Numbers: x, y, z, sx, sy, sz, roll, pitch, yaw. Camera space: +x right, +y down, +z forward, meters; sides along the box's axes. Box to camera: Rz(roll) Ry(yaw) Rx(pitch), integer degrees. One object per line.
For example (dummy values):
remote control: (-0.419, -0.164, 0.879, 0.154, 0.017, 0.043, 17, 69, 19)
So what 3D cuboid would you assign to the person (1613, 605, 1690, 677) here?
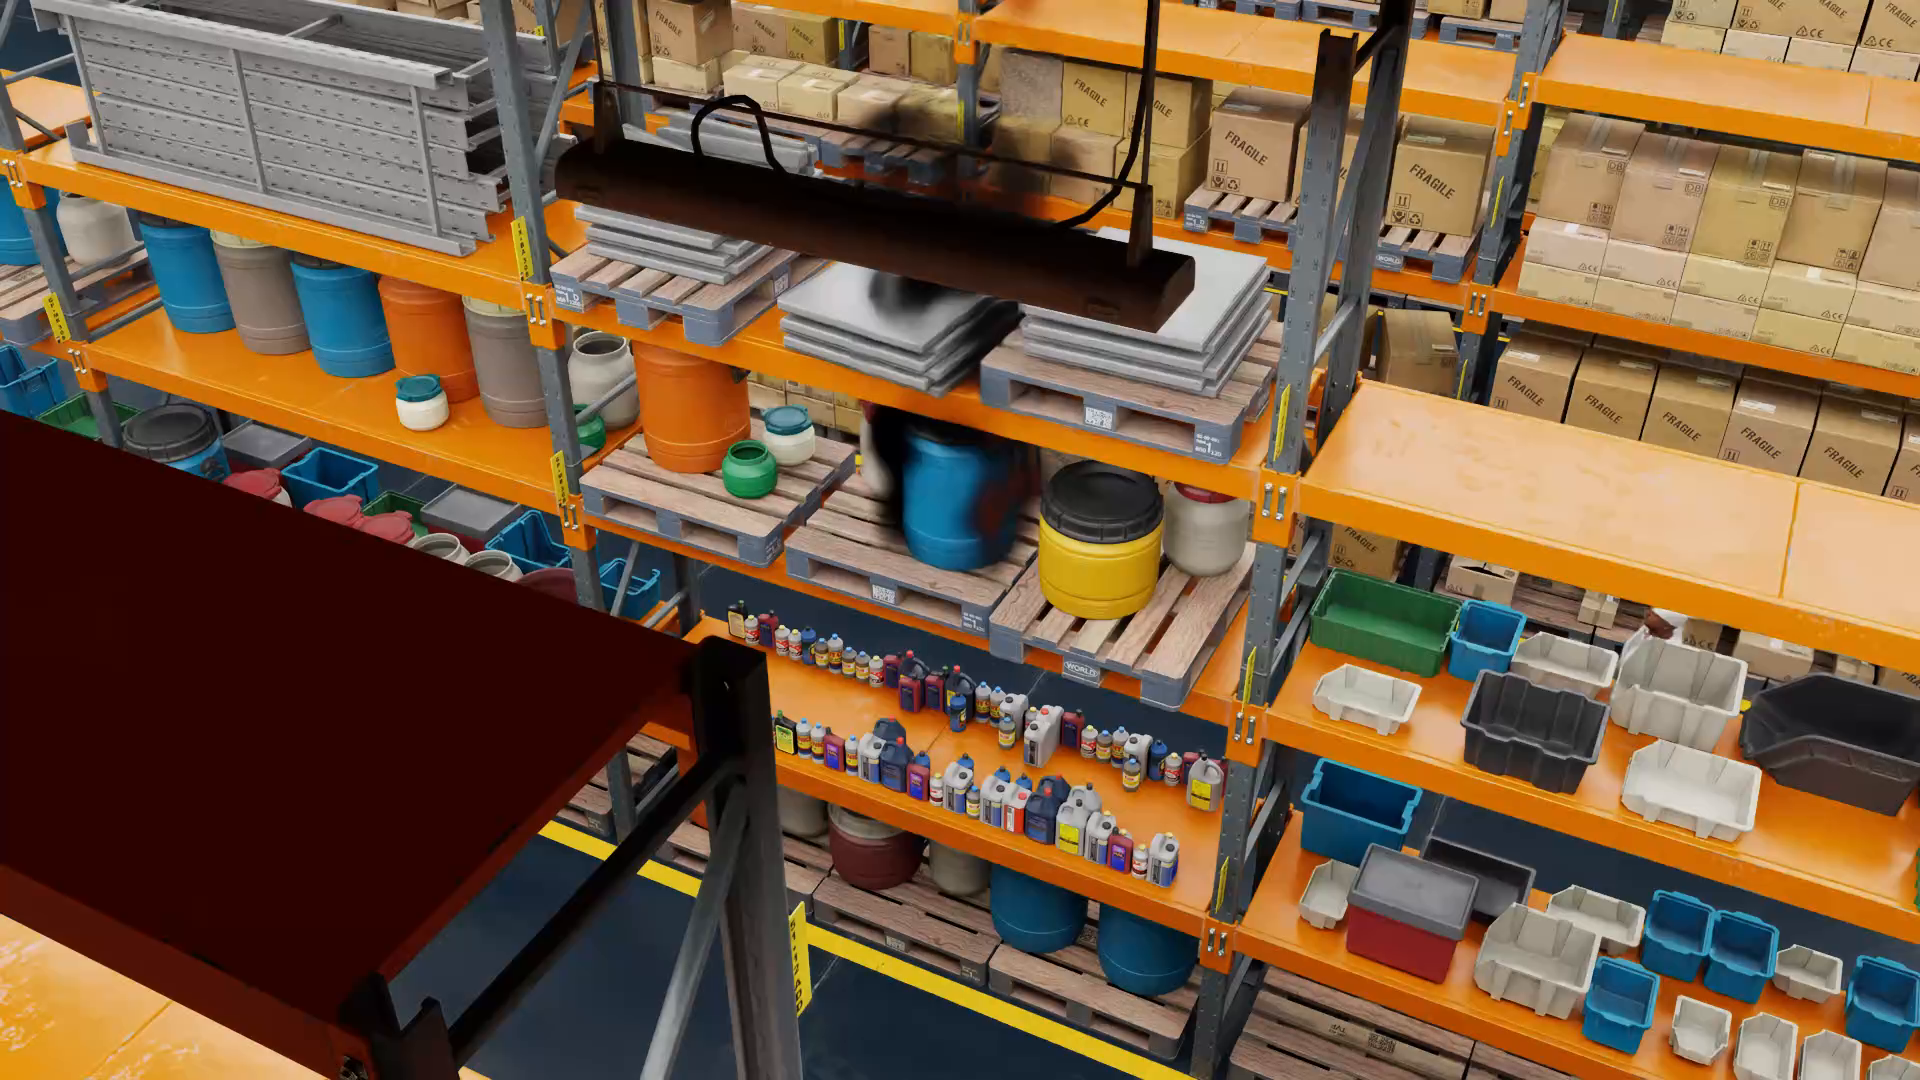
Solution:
person: (4.399, 1.047, 10.865, 0.613, 1.734, 0.678, 10, 36, 14)
